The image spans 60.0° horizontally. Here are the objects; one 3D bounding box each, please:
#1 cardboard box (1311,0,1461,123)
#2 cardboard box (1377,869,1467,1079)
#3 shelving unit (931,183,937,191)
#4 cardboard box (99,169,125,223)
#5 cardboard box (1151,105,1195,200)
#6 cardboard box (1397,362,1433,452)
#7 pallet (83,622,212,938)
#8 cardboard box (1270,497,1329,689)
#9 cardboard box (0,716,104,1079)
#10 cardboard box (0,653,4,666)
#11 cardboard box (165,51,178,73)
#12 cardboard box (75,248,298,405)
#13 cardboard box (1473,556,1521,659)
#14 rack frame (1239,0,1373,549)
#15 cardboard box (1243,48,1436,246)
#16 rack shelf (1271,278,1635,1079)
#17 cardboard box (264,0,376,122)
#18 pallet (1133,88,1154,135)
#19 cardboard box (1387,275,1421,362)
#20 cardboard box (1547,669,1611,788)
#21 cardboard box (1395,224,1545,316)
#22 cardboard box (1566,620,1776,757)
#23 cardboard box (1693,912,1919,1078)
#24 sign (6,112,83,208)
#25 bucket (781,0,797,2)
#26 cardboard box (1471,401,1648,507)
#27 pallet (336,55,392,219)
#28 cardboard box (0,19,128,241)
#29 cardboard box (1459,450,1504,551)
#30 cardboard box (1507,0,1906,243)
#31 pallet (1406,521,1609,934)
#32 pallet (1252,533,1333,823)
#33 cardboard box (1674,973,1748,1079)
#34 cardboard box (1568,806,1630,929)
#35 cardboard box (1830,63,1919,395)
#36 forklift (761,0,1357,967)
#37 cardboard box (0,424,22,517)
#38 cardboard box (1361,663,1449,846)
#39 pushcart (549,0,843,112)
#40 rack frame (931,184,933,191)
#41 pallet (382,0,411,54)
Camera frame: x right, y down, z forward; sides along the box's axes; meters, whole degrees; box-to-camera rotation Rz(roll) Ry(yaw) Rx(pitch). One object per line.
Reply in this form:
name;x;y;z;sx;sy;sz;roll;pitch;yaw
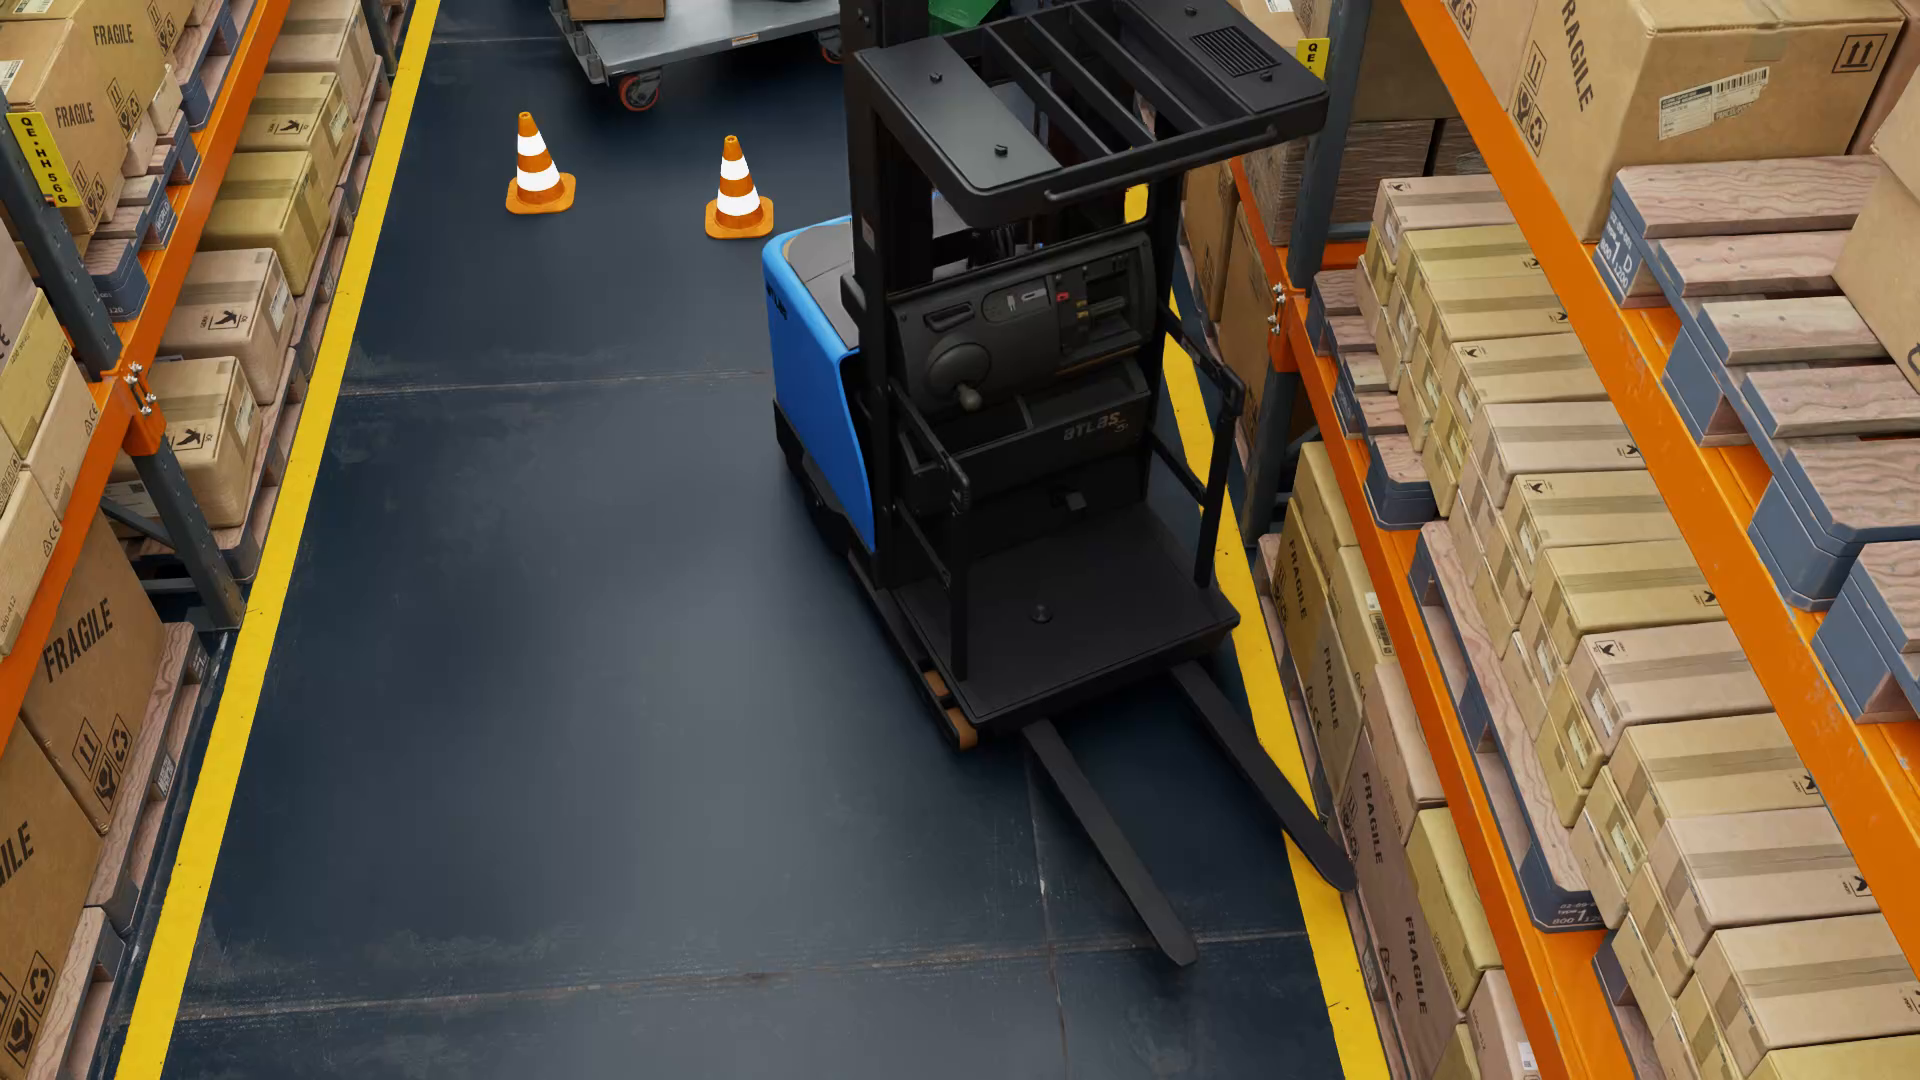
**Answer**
cardboard box;1.617;-1.773;5.606;0.700;0.500;0.500;-4;47;-4
cardboard box;1.585;1.277;4.907;0.500;0.500;0.500;-4;47;-4
shelving unit;-0.102;-1.171;7.136;0.215;1.050;0.252;33;55;27
cardboard box;-3.111;-1.207;5.711;0.380;0.149;0.250;-6;47;-6
cardboard box;1.529;-2.193;8.021;1.050;0.750;0.750;-3;47;-3
cardboard box;1.527;-0.402;4.949;0.380;0.149;0.250;-1;47;-1
pallet;-3.288;0.838;5.811;1.003;0.211;1.213;-3;47;-3
cardboard box;1.450;0.173;5.953;0.500;0.500;0.500;-5;47;-5
cardboard box;-3.234;1.041;4.872;0.875;0.875;0.875;-3;47;-3
cardboard box;-2.894;0.440;4.371;0.500;0.250;0.500;-4;47;-4
cardboard box;-3.189;-1.778;6.251;0.380;0.149;0.250;-1;47;-1
cardboard box;-3.387;-0.879;7.037;0.950;0.372;0.625;-4;47;-4
cardboard box;1.594;0.167;4.409;0.380;0.149;0.250;-3;47;-3
rack frame;1.645;-1.070;5.697;1.000;3.000;0.127;-3;47;-3
cardboard box;1.340;-1.414;5.954;0.500;0.500;0.500;-3;47;-3
rack shelf;1.812;0.625;4.588;1.077;0.370;4.000;-3;47;-3
cardboard box;-3.568;-2.451;8.526;0.950;0.372;0.625;-3;47;-3
pallet;1.450;-2.451;8.926;1.003;0.211;1.213;-3;47;-3
cardboard box;1.510;-0.672;4.999;0.380;0.149;0.250;-1;47;-1
cardboard box;1.636;0.435;3.951;0.380;0.149;0.250;-3;47;-3
cardboard box;1.516;-0.792;4.908;0.380;0.149;0.250;-5;47;-4
cardboard box;1.643;0.340;3.836;0.380;0.149;0.250;-5;47;-5
cardboard box;1.709;0.902;3.304;0.380;0.149;0.250;-5;47;-5
sign;-2.727;-1.130;4.957;0.100;0.325;0.005;-3;47;-3
bucket;-0.999;-3.319;9.035;0.726;0.611;0.620;11;58;10
cardboard box;1.578;-0.227;4.373;0.380;0.149;0.250;-2;47;-1
pallet;-3.548;-2.068;8.563;1.003;0.211;1.213;-3;47;-3
cardboard box;-3.086;-1.316;5.368;0.500;0.500;0.500;-5;47;-4
cardboard box;1.577;-0.116;4.473;0.380;0.149;0.250;-3;47;-3
cardboard box;1.523;-0.983;3.481;0.500;0.500;0.500;-3;47;-3
pallet;1.851;0.426;4.413;1.003;0.211;1.213;-3;47;-3
pallet;1.709;0.455;6.174;1.003;0.211;1.213;-3;47;-3
cardboard box;1.709;1.018;3.399;0.380;0.149;0.250;-2;47;-2
cardboard box;1.658;0.740;3.867;0.380;0.149;0.250;-5;47;-5
cardboard box;1.981;-0.513;2.743;0.797;0.503;0.637;-4;47;-4
forklift;0.324;-0.616;5.315;1.130;2.935;3.031;-20;50;-18
cardboard box;-2.939;-0.110;4.548;0.500;0.250;0.500;-5;47;-4
cardboard box;1.532;0.627;5.006;0.500;0.250;0.500;-3;47;-3
pushcart;-1.346;-2.863;9.201;1.648;0.377;0.936;-19;49;-17
rack frame;-0.183;-1.105;7.073;0.200;1.050;0.008;33;55;27
pallet;-3.706;-3.115;9.554;1.003;0.211;1.213;-3;47;-3
